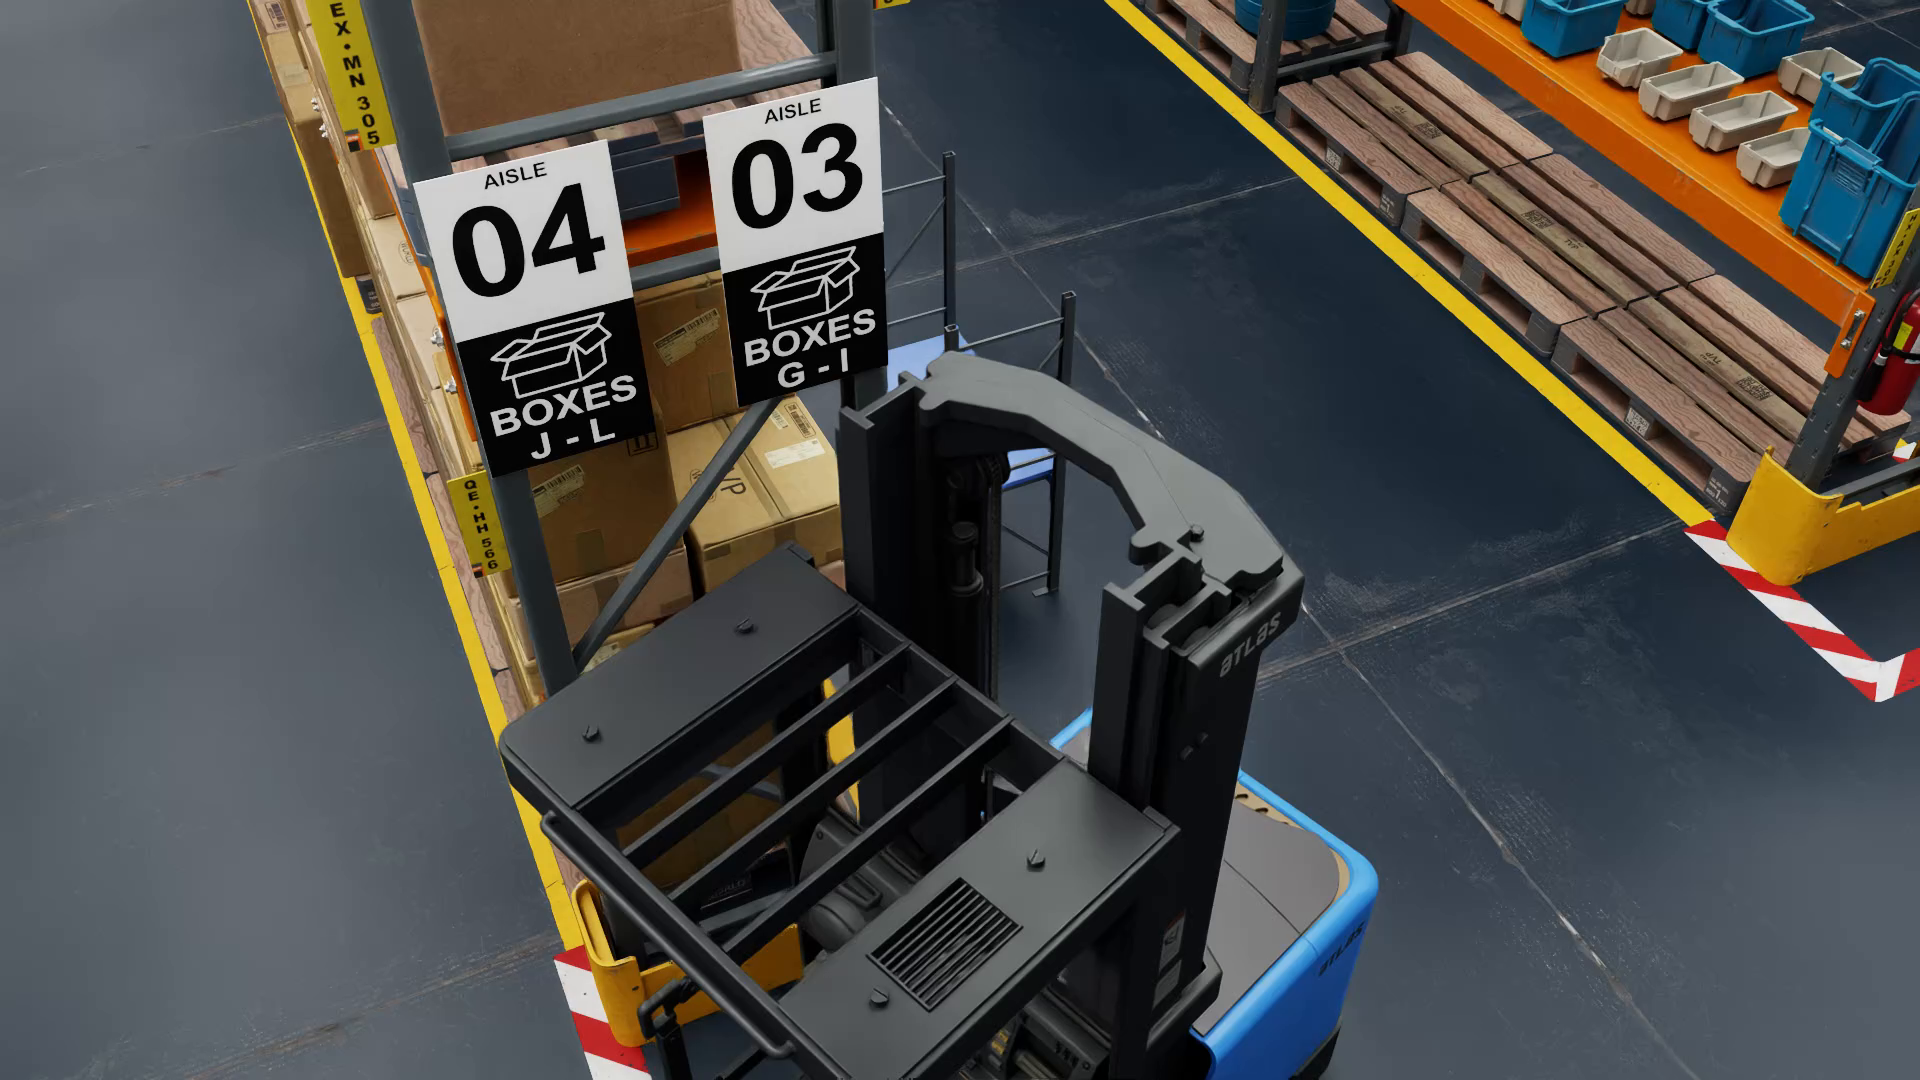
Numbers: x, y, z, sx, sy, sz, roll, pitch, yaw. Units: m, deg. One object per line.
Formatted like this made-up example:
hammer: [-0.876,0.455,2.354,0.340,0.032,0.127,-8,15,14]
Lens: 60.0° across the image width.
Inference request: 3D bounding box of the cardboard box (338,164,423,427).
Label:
cardboard box: [-2.137,-1.188,7.401,0.875,0.875,0.875,-18,47,-17]

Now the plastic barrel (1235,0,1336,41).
plastic barrel: [1.939,-3.456,9.681,0.600,0.901,0.708,-18,47,-17]

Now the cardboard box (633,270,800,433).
cardboard box: [-0.827,-0.714,5.068,0.500,0.500,0.500,-19,48,-18]

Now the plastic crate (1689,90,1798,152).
plastic crate: [3.218,-1.736,6.887,0.396,0.136,0.243,-18,47,-17]

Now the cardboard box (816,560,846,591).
cardboard box: [-0.510,0.076,5.085,0.380,0.149,0.250,-18,47,-17]

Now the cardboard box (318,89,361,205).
cardboard box: [-2.177,-1.597,6.496,0.500,0.250,0.500,-18,47,-18]

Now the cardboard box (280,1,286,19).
cardboard box: [-2.988,-2.810,7.759,0.500,0.500,0.500,-17,47,-16]

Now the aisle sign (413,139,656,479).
aisle sign: [-0.902,-0.481,3.620,0.394,0.787,0.004,-18,47,-17]

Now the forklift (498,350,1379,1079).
forklift: [-0.197,1.146,3.870,1.130,2.935,3.031,35,54,30]

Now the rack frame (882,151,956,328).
rack frame: [-0.250,-0.912,6.975,0.500,1.500,0.032,-18,47,-17]

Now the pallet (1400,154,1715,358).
pallet: [3.014,-1.474,8.462,1.003,0.211,1.213,-18,47,-17]

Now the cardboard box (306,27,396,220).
cardboard box: [-1.949,-1.532,5.897,0.500,0.500,0.500,-19,48,-19]

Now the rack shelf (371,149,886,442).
rack shelf: [-1.501,-1.776,5.160,1.077,0.370,4.000,-18,47,-17]

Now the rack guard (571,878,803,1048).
rack guard: [-0.650,1.215,5.532,1.175,0.500,0.348,-18,47,-17]

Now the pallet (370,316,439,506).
pallet: [-2.093,-0.739,7.717,1.003,0.211,1.213,-18,47,-17]

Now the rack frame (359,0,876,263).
rack frame: [-0.660,-1.826,2.562,1.000,3.000,0.127,-18,47,-17]

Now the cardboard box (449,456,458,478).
cardboard box: [-1.428,-0.216,5.381,0.380,0.149,0.250,-17,47,-17]

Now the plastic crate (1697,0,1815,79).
plastic crate: [3.475,-2.208,7.298,0.416,0.233,0.300,-18,47,-17]

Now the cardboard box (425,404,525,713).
cardboard box: [-1.384,-0.047,6.245,0.875,0.875,0.875,-18,47,-17]

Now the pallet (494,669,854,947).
pallet: [-1.067,0.816,6.142,1.003,0.211,1.213,-18,47,-17]

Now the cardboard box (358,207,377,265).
cardboard box: [-2.077,-1.198,6.376,0.380,0.149,0.250,-19,48,-18]

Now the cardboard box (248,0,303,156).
cardboard box: [-3.005,-2.604,8.836,1.225,0.875,0.875,-20,48,-19]

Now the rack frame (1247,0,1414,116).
rack frame: [2.152,-3.702,8.735,1.000,3.000,0.127,-18,47,-17]

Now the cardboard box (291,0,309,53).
cardboard box: [-2.372,-2.178,6.552,0.500,0.500,0.500,-18,47,-17]

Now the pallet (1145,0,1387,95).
pallet: [1.866,-3.213,10.225,1.003,0.211,1.213,-18,47,-17]

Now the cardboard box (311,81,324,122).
cardboard box: [-2.519,-1.863,7.050,0.380,0.149,0.250,-18,47,-17]

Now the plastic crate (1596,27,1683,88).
plastic crate: [2.938,-2.089,7.245,0.298,0.136,0.250,-18,47,-17]

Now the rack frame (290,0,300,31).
rack frame: [-2.342,-2.239,7.253,1.000,3.000,0.127,-18,47,-17]

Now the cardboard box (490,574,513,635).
cardboard box: [-1.219,0.104,5.056,0.380,0.149,0.250,-18,47,-17]

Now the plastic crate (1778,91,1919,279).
plastic crate: [3.524,-1.345,6.278,0.616,0.435,0.499,-18,47,-17]

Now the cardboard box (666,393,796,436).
cardboard box: [-0.841,-0.458,5.342,0.500,0.250,0.500,-19,48,-18]

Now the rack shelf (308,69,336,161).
rack shelf: [-3.182,-3.258,8.797,1.077,0.370,4.000,-18,47,-17]

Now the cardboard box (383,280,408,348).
cardboard box: [-1.862,-0.870,6.044,0.380,0.149,0.250,-19,48,-19]

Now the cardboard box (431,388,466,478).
cardboard box: [-1.317,-0.297,5.179,0.500,0.250,0.500,-19,48,-18]

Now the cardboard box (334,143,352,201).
cardboard box: [-2.297,-1.528,6.711,0.380,0.149,0.250,-17,47,-16]

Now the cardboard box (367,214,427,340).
cardboard box: [-1.754,-0.952,5.843,0.500,0.250,0.500,-18,47,-17]

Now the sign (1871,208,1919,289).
sign: [3.342,-1.038,5.919,0.100,0.325,0.005,-18,47,-17]

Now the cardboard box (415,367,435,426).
cardboard box: [-1.648,-0.546,5.715,0.380,0.149,0.250,-18,47,-17]

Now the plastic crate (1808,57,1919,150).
plastic crate: [3.752,-1.789,6.872,0.416,0.233,0.300,-18,47,-17]

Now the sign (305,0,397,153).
sign: [-1.158,-0.894,3.179,0.100,0.325,0.005,-18,47,-17]

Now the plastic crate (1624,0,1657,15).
plastic crate: [3.157,-2.608,7.772,0.293,0.136,0.466,-18,47,-17]

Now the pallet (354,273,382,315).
pallet: [-2.734,-1.716,8.708,1.003,0.211,1.213,-18,47,-17]

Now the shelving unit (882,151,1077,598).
shelving unit: [-0.036,-0.588,6.647,0.538,1.500,1.048,-18,47,-17]
